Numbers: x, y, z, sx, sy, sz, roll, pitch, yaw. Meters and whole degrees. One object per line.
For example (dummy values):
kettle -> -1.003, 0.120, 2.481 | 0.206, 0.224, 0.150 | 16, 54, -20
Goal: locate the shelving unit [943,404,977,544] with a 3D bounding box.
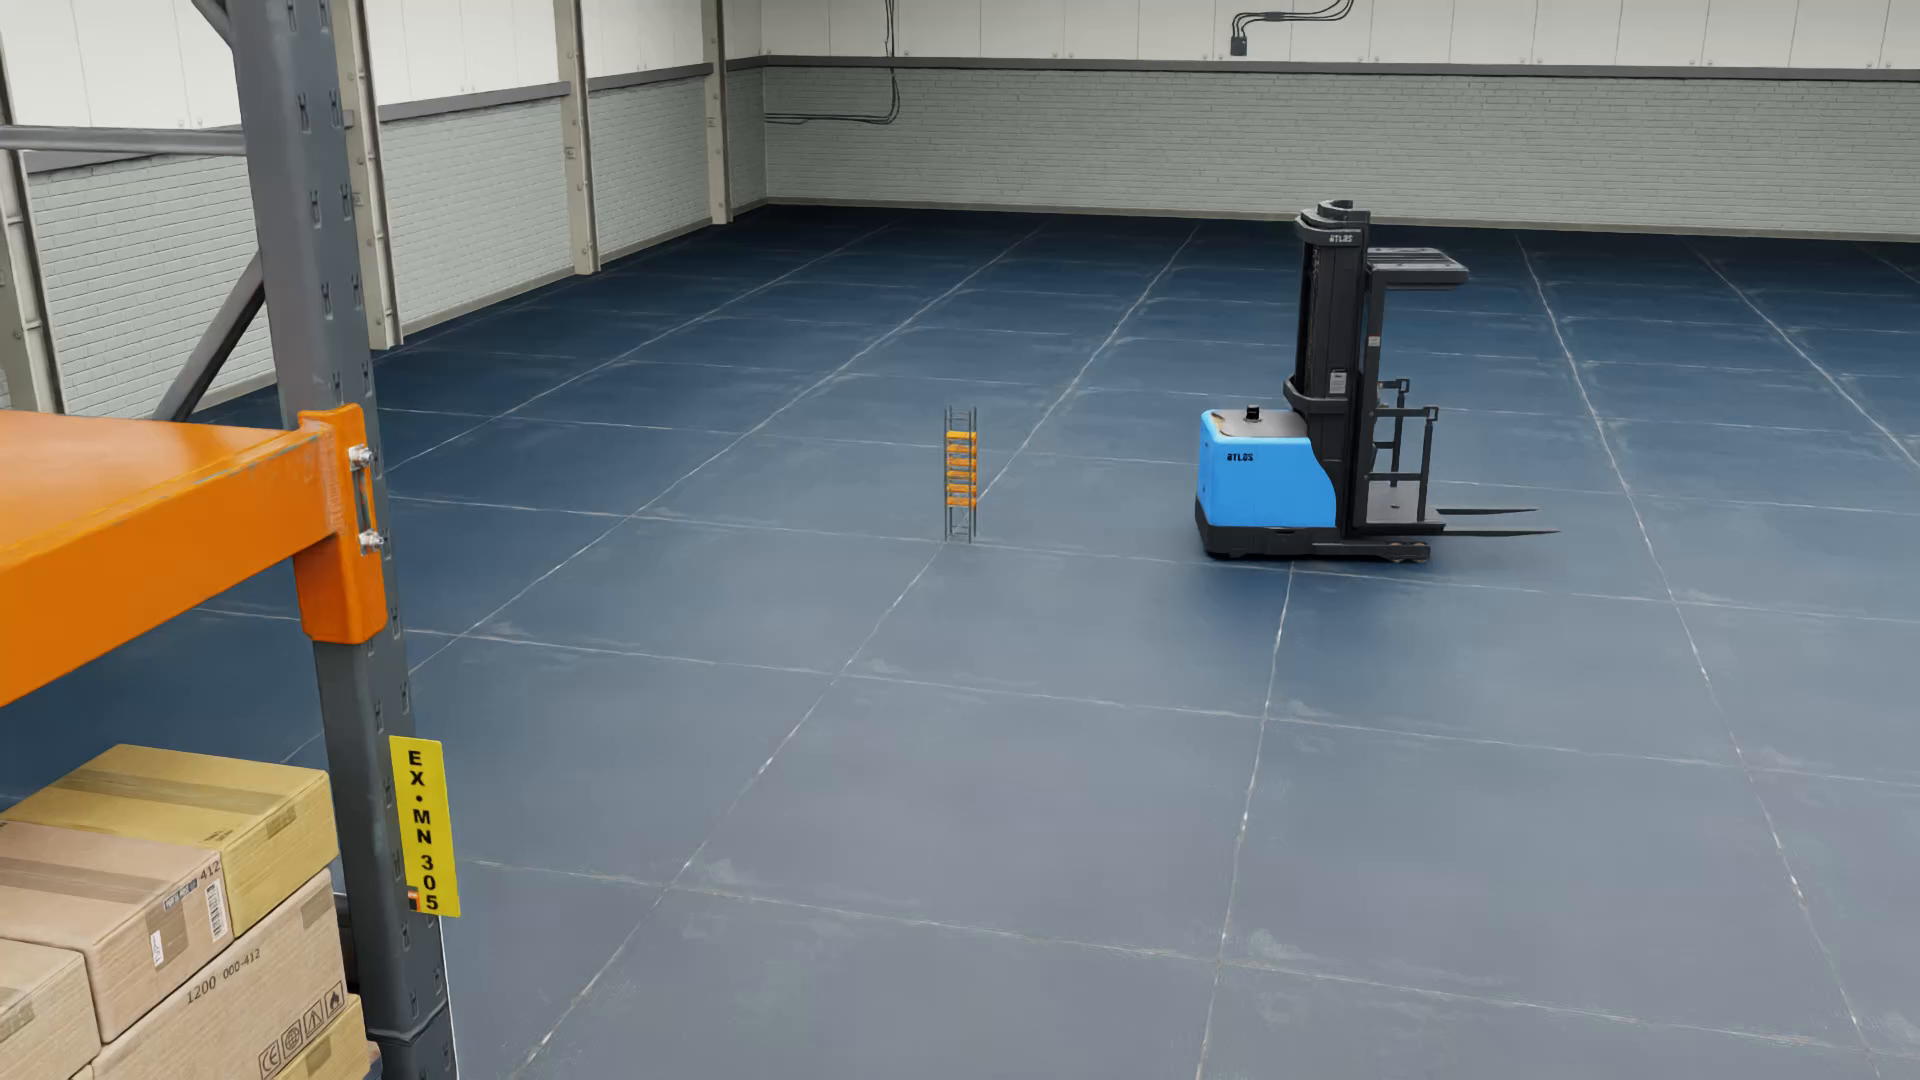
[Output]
shelving unit -> 0.004, -0.572, 14.507 | 0.258, 1.200, 0.189 | 5, 19, 13

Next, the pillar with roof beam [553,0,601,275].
pillar with roof beam -> -2.058, -8.393, 25.338 | 9.100, 9.000, 0.400 | 5, 19, 13

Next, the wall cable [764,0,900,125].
wall cable -> -2.765, -9.963, 34.739 | 3.097, 2.526, 0.112 | 5, 19, 13

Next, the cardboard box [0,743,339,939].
cardboard box -> -1.167, 0.440, 2.469 | 0.380, 0.149, 0.250 | 5, 19, 14

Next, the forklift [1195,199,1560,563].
forklift -> 3.630, -1.368, 14.158 | 3.031, 2.935, 1.130 | 0, 19, 1

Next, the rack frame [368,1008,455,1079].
rack frame -> -1.414, 2.231, 3.514 | 1.000, 3.000, 0.127 | 5, 19, 13

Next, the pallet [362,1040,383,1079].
pallet -> -1.585, 1.087, 2.360 | 1.003, 0.211, 1.213 | 5, 19, 13

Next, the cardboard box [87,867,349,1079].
cardboard box -> -1.262, 0.672, 2.408 | 0.500, 0.250, 0.500 | 5, 19, 14

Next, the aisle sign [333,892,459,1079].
aisle sign -> -1.105, 1.003, 3.090 | 0.394, 0.787, 0.004 | 5, 19, 13

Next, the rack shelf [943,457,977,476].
rack shelf -> 0.004, -0.644, 14.482 | 0.258, 0.103, 0.180 | 5, 19, 13

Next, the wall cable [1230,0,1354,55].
wall cable -> 6.437, -12.287, 31.477 | 2.305, 6.003, 0.169 | 5, 19, 13

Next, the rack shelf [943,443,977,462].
rack shelf -> 0.004, -0.757, 14.444 | 0.258, 0.103, 0.180 | 5, 19, 13

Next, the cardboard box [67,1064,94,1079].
cardboard box -> -1.385, 0.828, 1.949 | 0.500, 0.250, 0.500 | 5, 19, 13

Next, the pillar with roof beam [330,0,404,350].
pillar with roof beam -> -3.524, -6.512, 19.832 | 9.100, 9.000, 0.400 | 5, 19, 13

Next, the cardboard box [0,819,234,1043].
cardboard box -> -1.229, 0.518, 2.241 | 0.380, 0.149, 0.250 | 5, 19, 14

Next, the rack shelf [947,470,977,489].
rack shelf -> 0.004, -0.530, 14.521 | 0.258, 0.103, 0.180 | 5, 19, 13

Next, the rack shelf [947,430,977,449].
rack shelf -> 0.004, -0.871, 14.405 | 0.258, 0.103, 0.180 | 5, 19, 13

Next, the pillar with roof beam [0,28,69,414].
pillar with roof beam -> -4.990, -4.632, 14.326 | 9.100, 9.000, 0.400 | 5, 19, 13

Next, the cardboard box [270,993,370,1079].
cardboard box -> -1.166, 0.816, 2.602 | 0.380, 0.149, 0.250 | 5, 19, 13

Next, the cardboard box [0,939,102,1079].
cardboard box -> -1.292, 0.598, 2.005 | 0.380, 0.149, 0.250 | 5, 19, 14

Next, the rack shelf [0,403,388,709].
rack shelf -> -1.902, 0.549, 0.890 | 1.077, 0.370, 4.000 | 5, 19, 13

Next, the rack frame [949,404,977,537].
rack frame -> 0.026, -0.601, 14.591 | 0.240, 1.200, 0.006 | 5, 19, 13

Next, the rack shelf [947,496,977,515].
rack shelf -> 0.004, -0.303, 14.599 | 0.258, 0.103, 0.180 | 5, 19, 13

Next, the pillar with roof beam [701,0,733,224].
pillar with roof beam -> -0.592, -10.274, 30.844 | 9.100, 9.000, 0.400 | 5, 19, 13

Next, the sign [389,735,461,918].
sign -> -0.891, 0.478, 2.761 | 0.100, 0.325, 0.005 | 5, 19, 13

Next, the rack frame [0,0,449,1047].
rack frame -> -1.414, -0.608, 2.544 | 1.000, 3.000, 0.127 | 5, 19, 13

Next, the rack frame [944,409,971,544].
rack frame -> -0.019, -0.544, 14.423 | 0.240, 1.200, 0.006 | 5, 19, 13

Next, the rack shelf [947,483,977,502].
rack shelf -> 0.004, -0.417, 14.560 | 0.258, 0.103, 0.180 | 5, 19, 13
